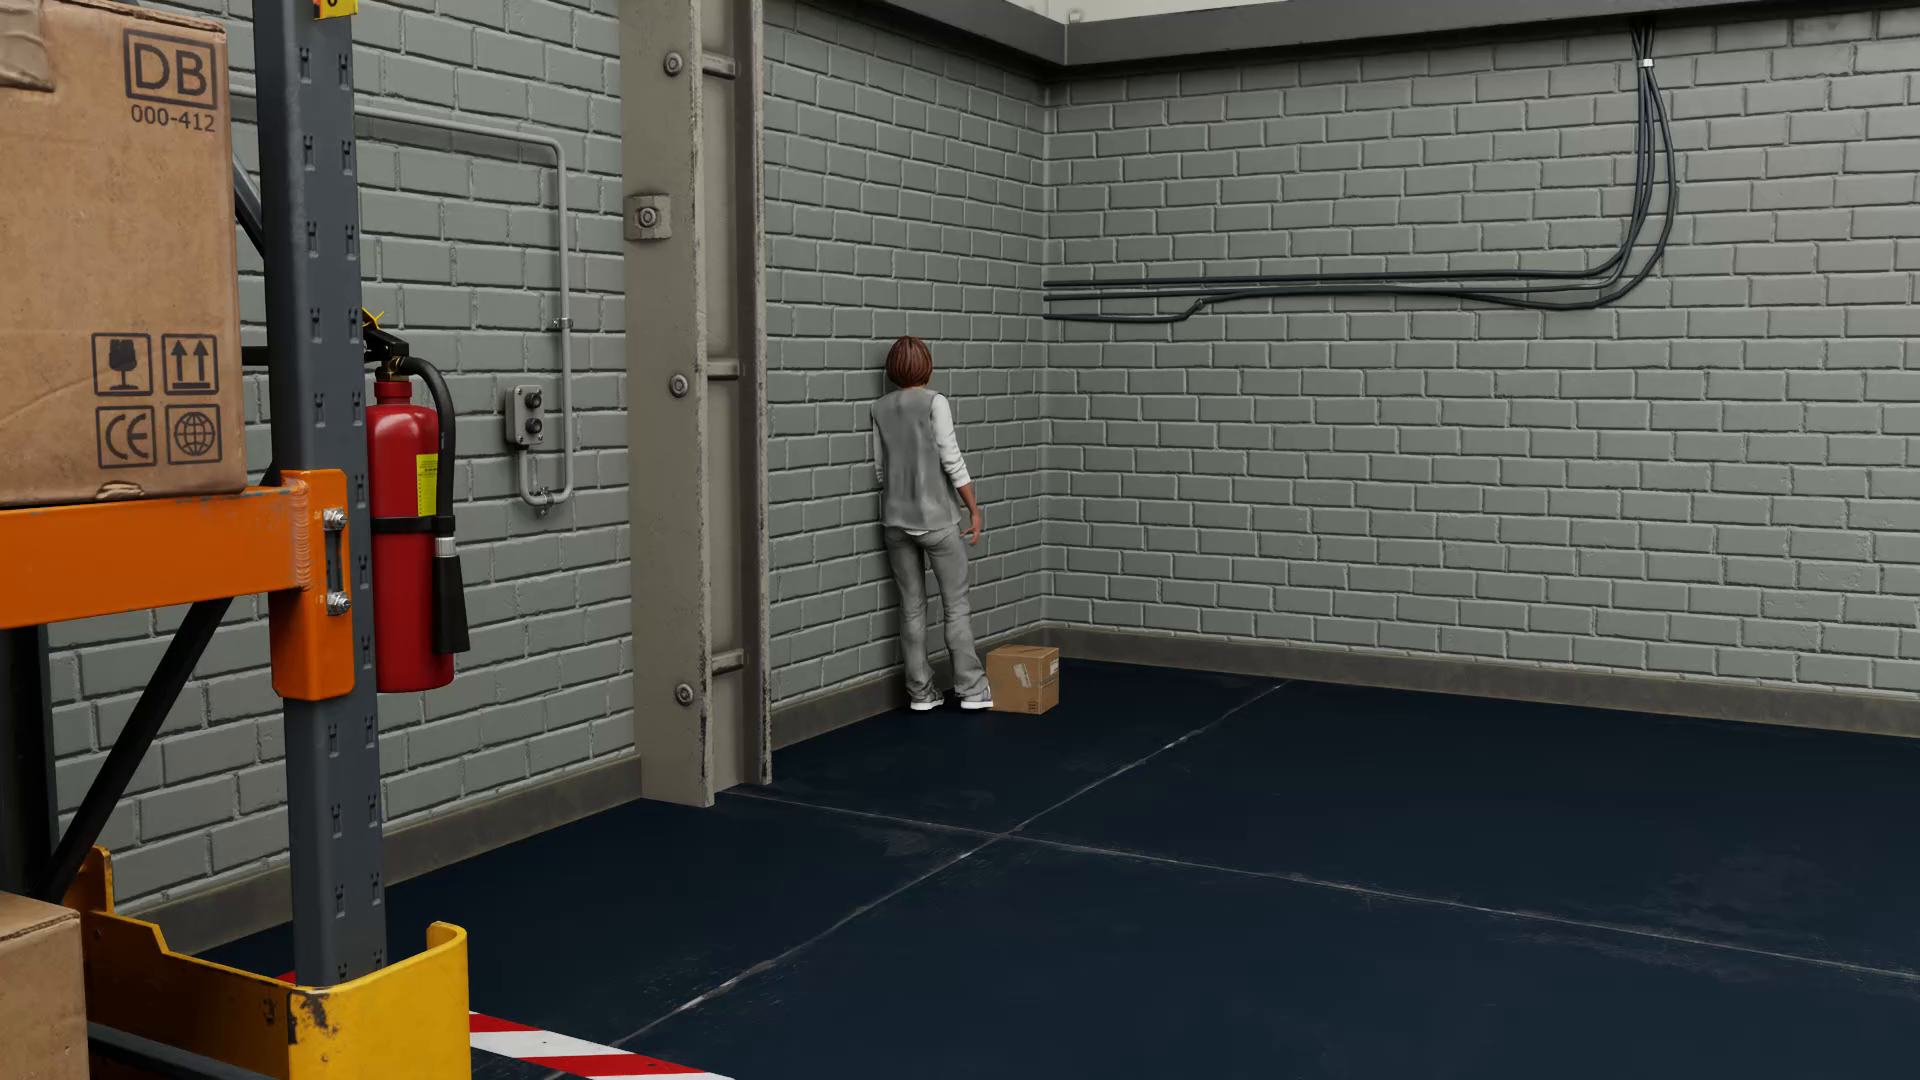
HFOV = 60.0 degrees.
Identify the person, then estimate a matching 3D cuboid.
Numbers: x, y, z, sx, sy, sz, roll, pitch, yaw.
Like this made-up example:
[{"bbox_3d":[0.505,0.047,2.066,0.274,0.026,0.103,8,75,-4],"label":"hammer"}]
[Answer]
[{"bbox_3d":[-0.115,-0.068,7.106,0.521,1.600,0.472,3,7,29],"label":"person"}]
